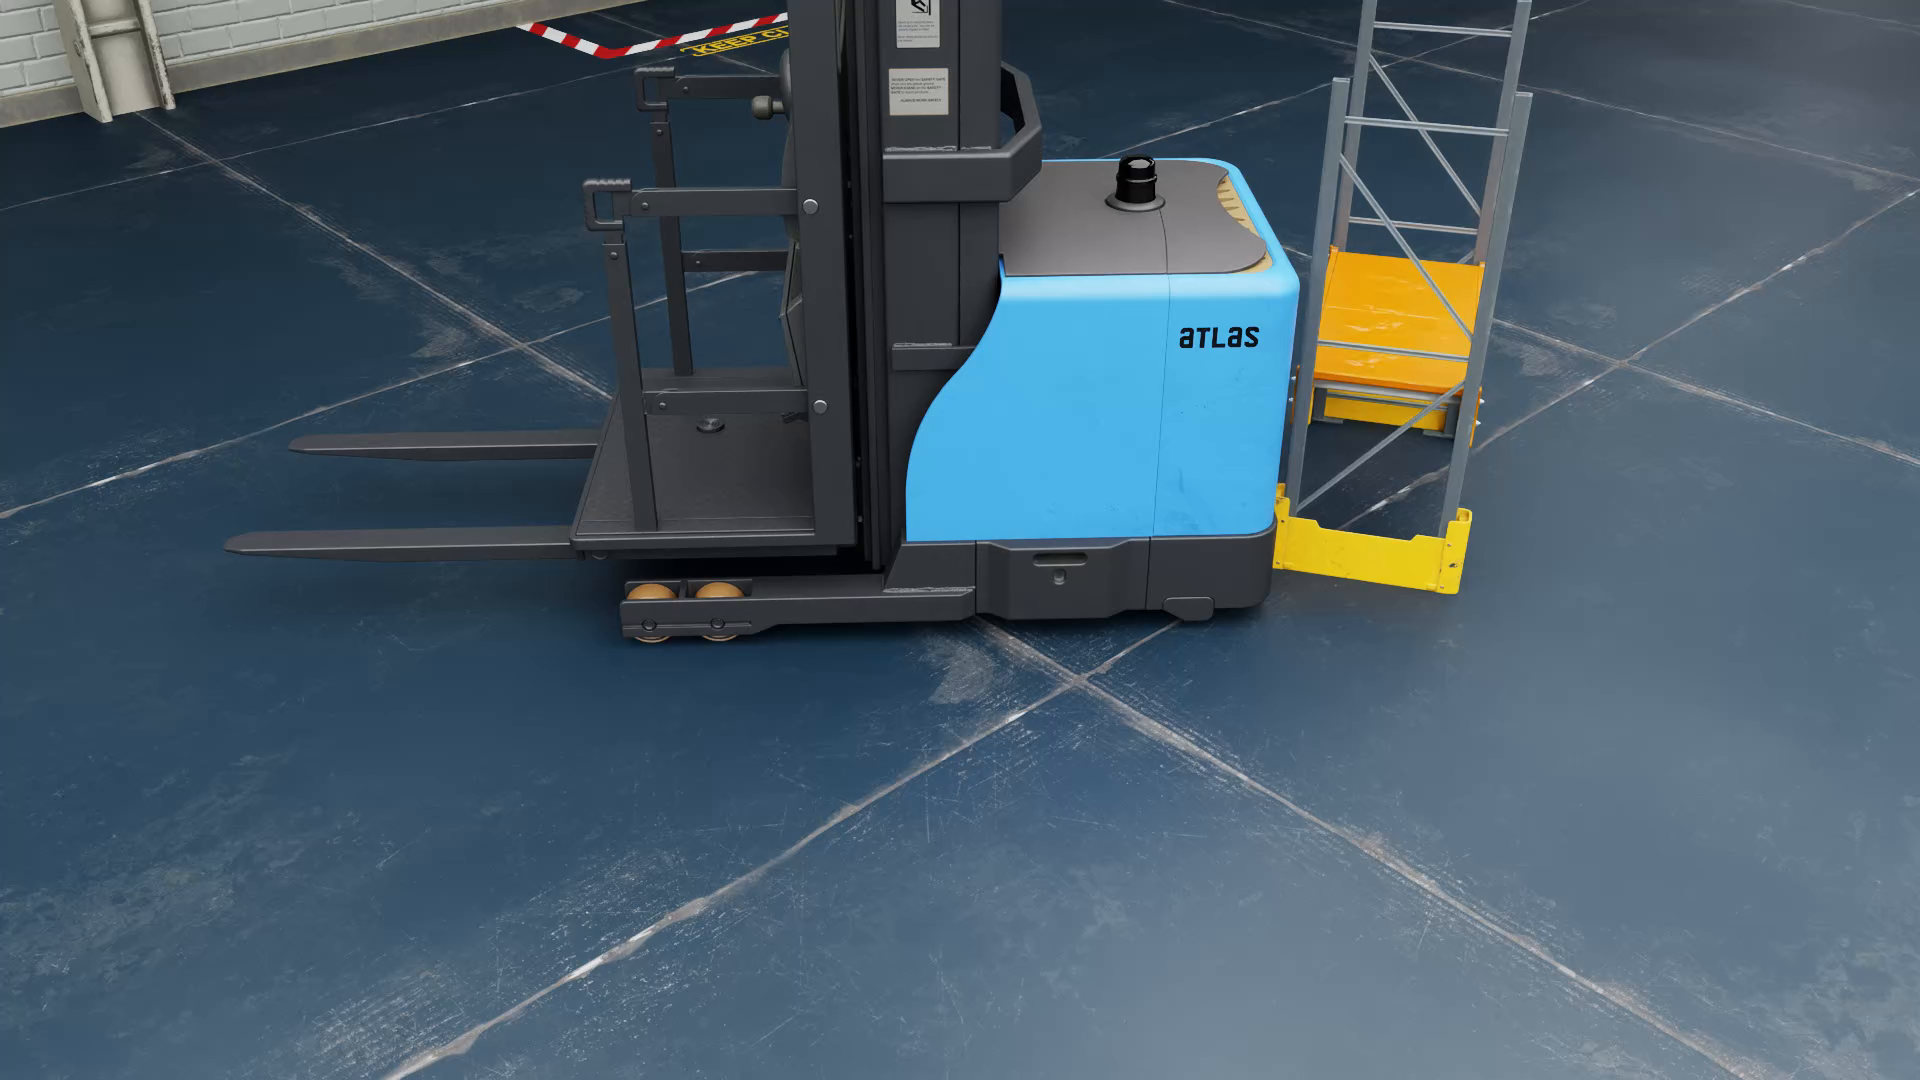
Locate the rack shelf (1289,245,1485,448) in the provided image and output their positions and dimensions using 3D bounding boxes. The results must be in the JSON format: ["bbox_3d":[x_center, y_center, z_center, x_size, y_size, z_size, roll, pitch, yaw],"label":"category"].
[{"bbox_3d":[1.357,-0.630,5.187,0.538,0.185,1.000,9,32,14],"label":"rack shelf"}]

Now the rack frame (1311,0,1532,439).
[{"bbox_3d":[1.500,-1.038,5.509,0.500,1.500,0.032,9,32,14],"label":"rack frame"}]

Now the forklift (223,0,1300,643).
[{"bbox_3d":[-0.622,-1.238,4.465,3.031,2.935,1.130,-1,31,-2],"label":"forklift"}]

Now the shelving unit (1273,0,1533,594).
[{"bbox_3d":[1.360,-0.788,5.100,0.587,1.500,1.083,9,32,14],"label":"shelving unit"}]

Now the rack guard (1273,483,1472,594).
[{"bbox_3d":[1.221,-0.005,5.018,0.587,0.250,0.087,9,32,14],"label":"rack guard"}]

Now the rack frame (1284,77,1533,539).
[{"bbox_3d":[1.215,-0.528,4.677,0.500,1.500,0.032,9,32,14],"label":"rack frame"}]

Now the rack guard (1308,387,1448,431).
[{"bbox_3d":[1.499,-0.504,5.834,0.587,0.250,0.087,9,32,14],"label":"rack guard"}]

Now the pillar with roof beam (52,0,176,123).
[{"bbox_3d":[-1.624,-4.555,4.073,0.400,9.000,9.100,-26,40,-35],"label":"pillar with roof beam"}]
